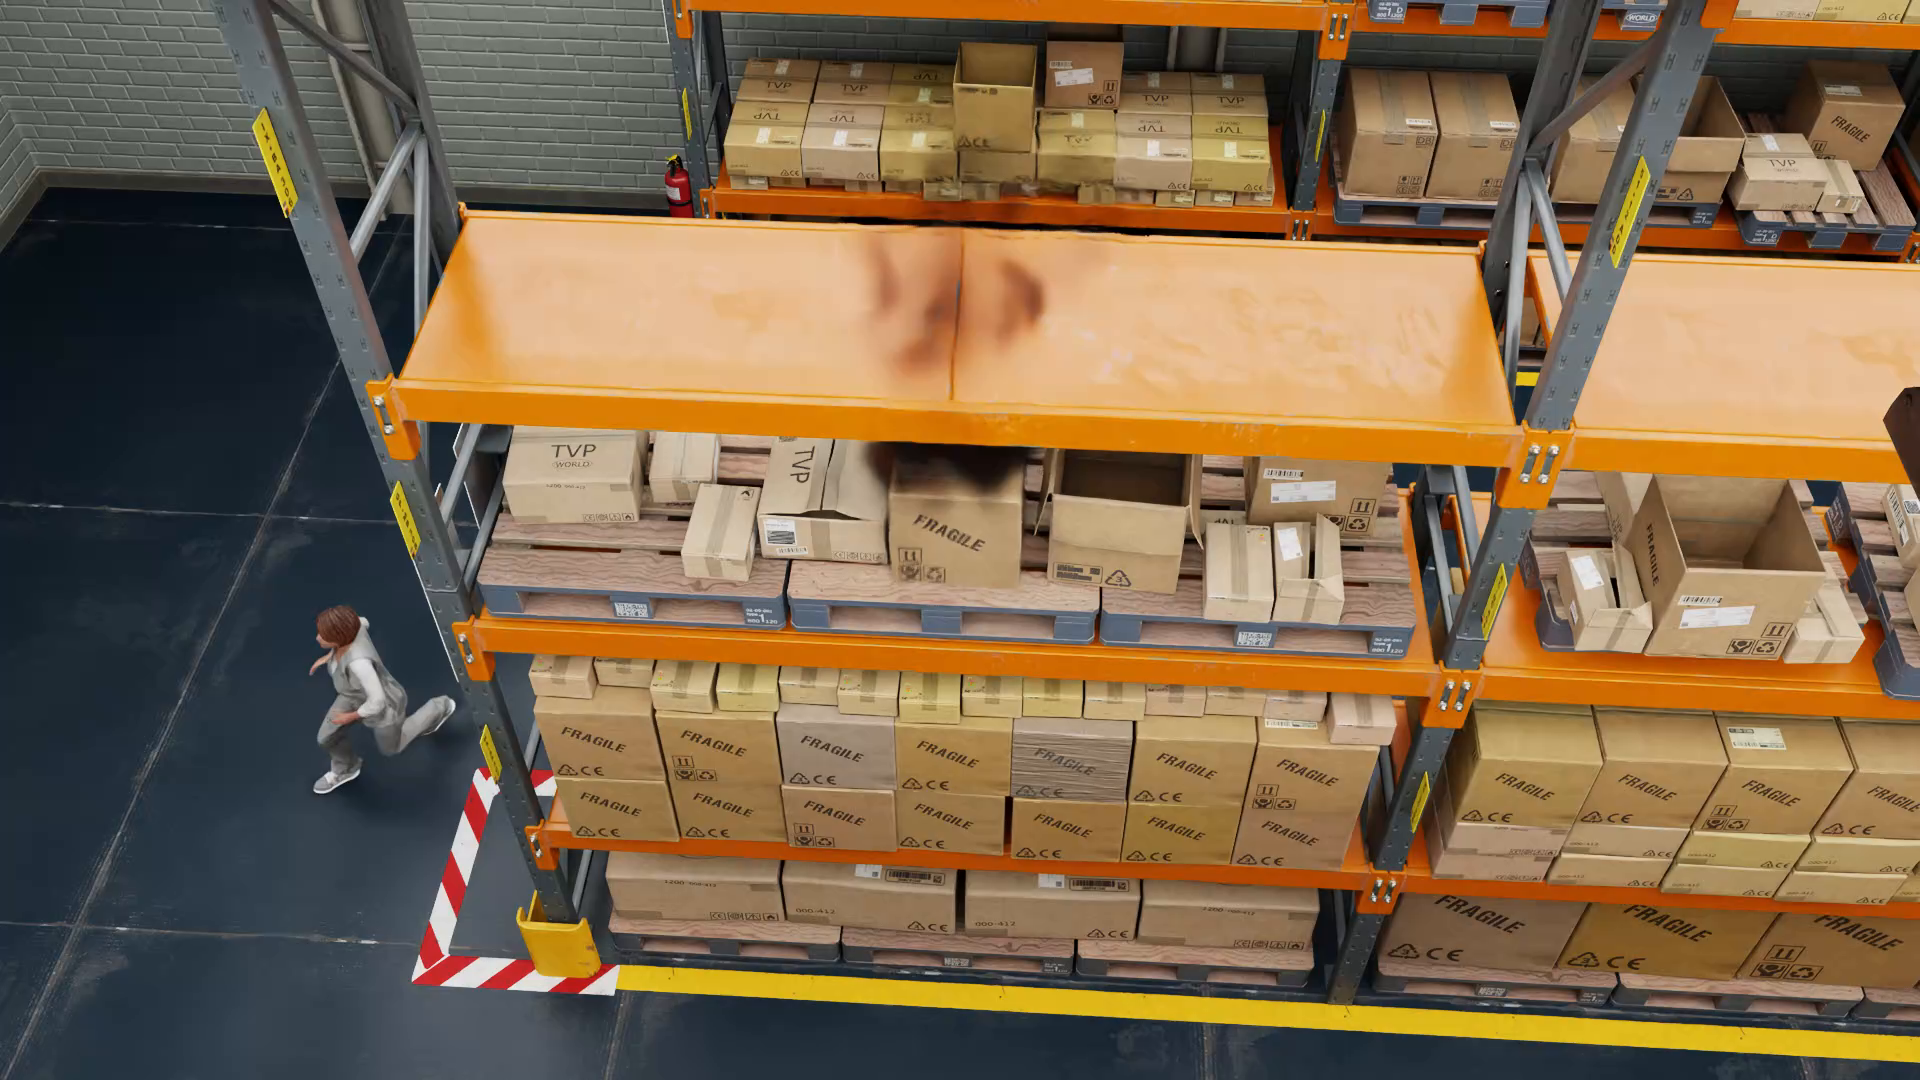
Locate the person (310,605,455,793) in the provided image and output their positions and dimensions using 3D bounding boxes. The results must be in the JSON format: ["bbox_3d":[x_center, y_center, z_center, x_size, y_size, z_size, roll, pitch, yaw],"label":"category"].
[{"bbox_3d":[-3.184,0.846,8.991,0.577,1.468,0.862,36,57,28],"label":"person"}]
